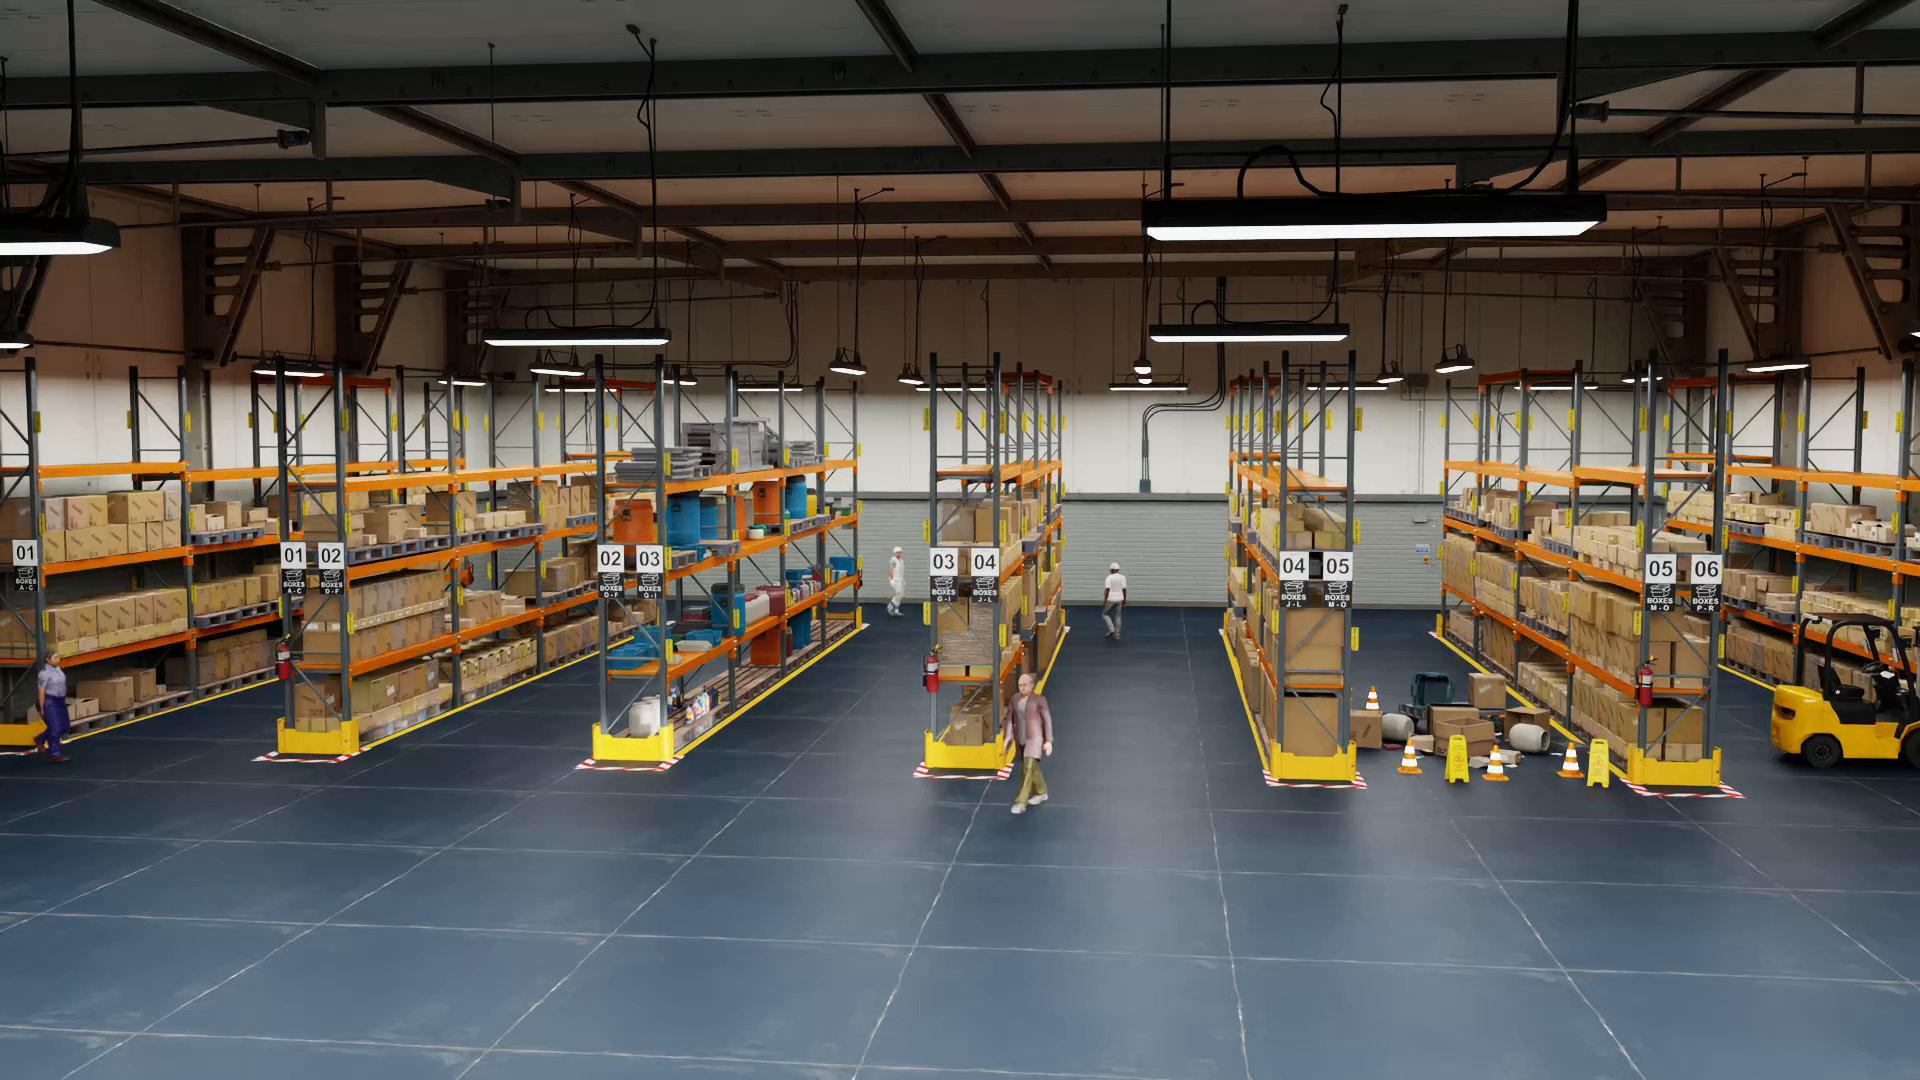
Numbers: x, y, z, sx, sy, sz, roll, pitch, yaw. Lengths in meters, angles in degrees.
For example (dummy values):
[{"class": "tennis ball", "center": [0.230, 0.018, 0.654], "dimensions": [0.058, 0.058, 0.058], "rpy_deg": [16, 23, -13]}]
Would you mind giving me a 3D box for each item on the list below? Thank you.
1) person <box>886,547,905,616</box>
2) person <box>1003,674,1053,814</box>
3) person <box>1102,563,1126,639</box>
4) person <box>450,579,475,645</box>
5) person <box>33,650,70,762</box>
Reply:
[{"class": "person", "center": [-1.648, 1.069, 42.733], "dimensions": [0.472, 1.788, 0.576], "rpy_deg": [1, 4, 10]}, {"class": "person", "center": [0.838, 2.595, 21.399], "dimensions": [0.607, 1.734, 1.067], "rpy_deg": [4, 5, 41]}, {"class": "person", "center": [3.575, 1.405, 38.395], "dimensions": [0.616, 1.767, 0.460], "rpy_deg": [-2, 5, -26]}, {"class": "person", "center": [-11.031, 1.613, 36.973], "dimensions": [0.490, 1.514, 0.782], "rpy_deg": [1, 4, 17]}, {"class": "person", "center": [-13.454, 2.479, 24.543], "dimensions": [0.661, 1.547, 0.473], "rpy_deg": [0, 4, 3]}]
